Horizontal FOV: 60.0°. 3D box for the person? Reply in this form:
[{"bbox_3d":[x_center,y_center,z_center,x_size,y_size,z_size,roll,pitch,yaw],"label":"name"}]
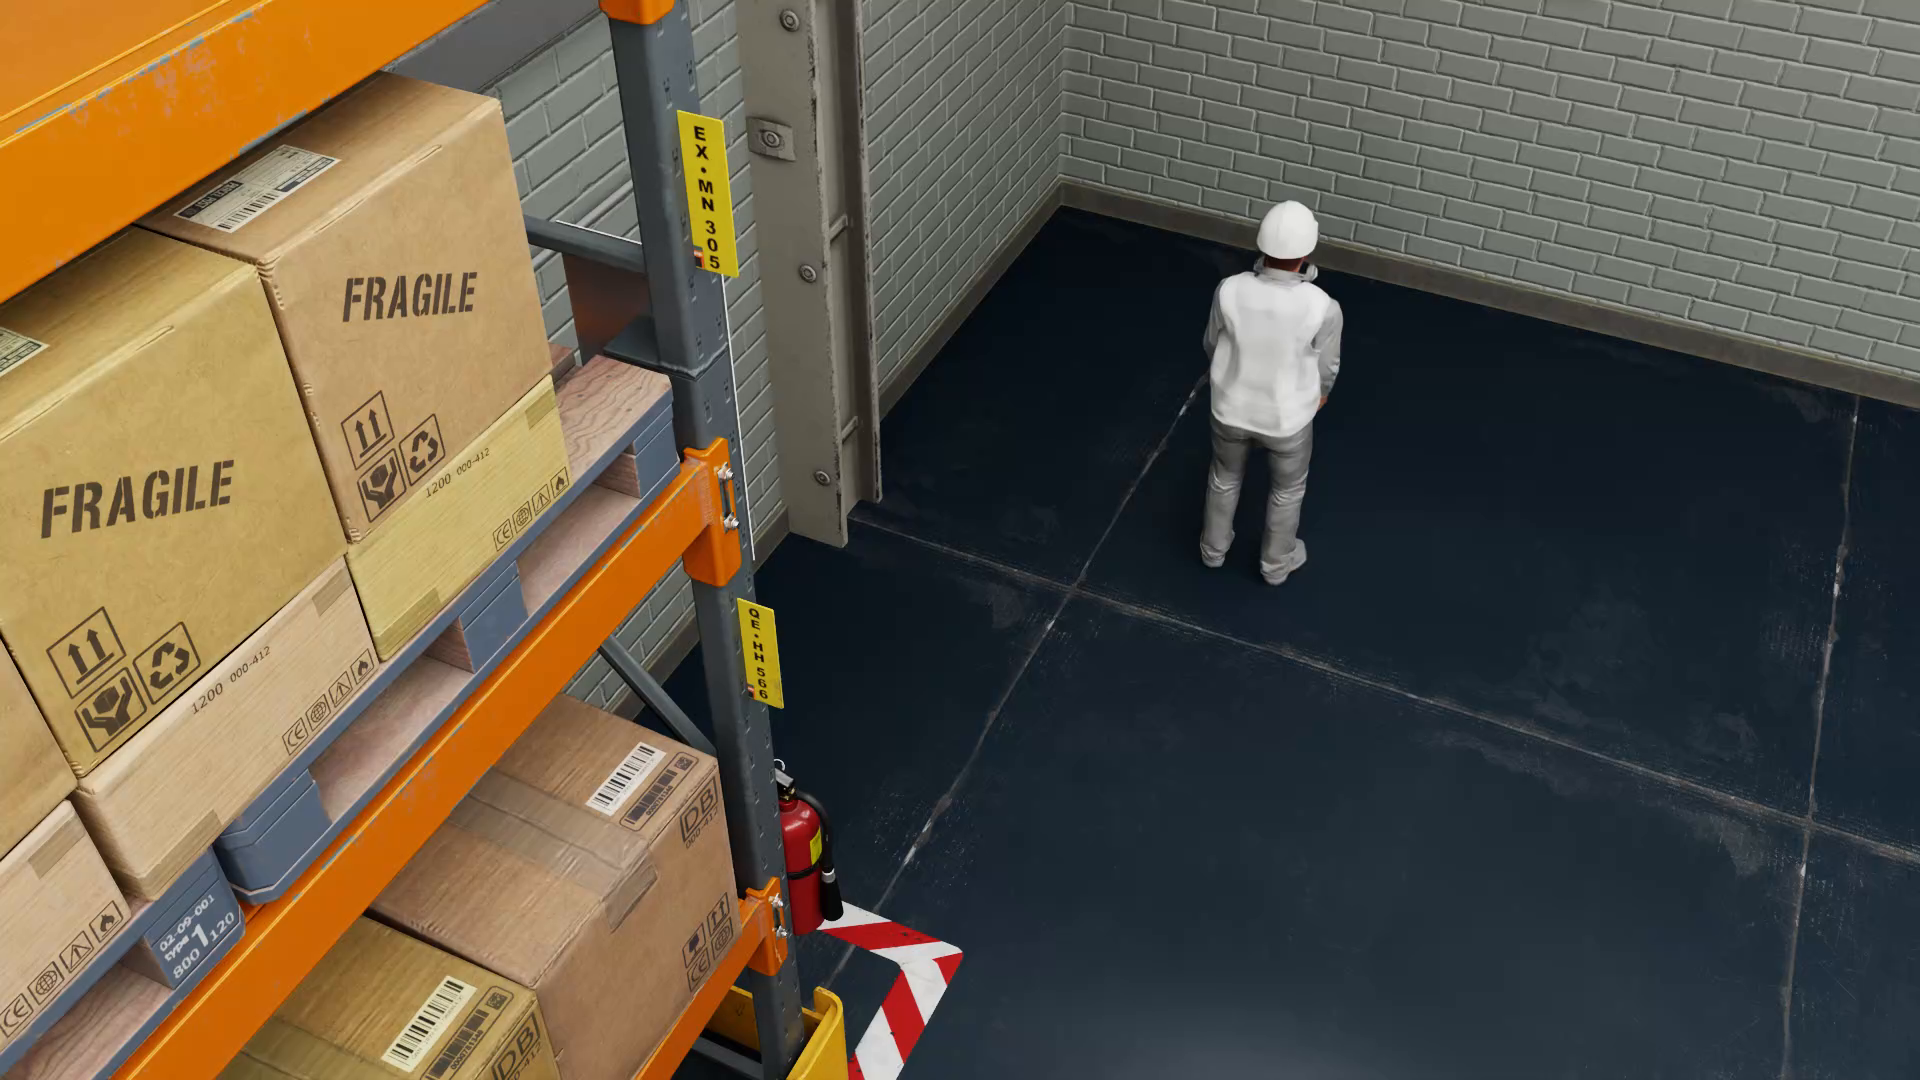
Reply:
[{"bbox_3d":[1.238,-0.567,6.771,0.553,1.778,0.435,16,44,18],"label":"person"}]
